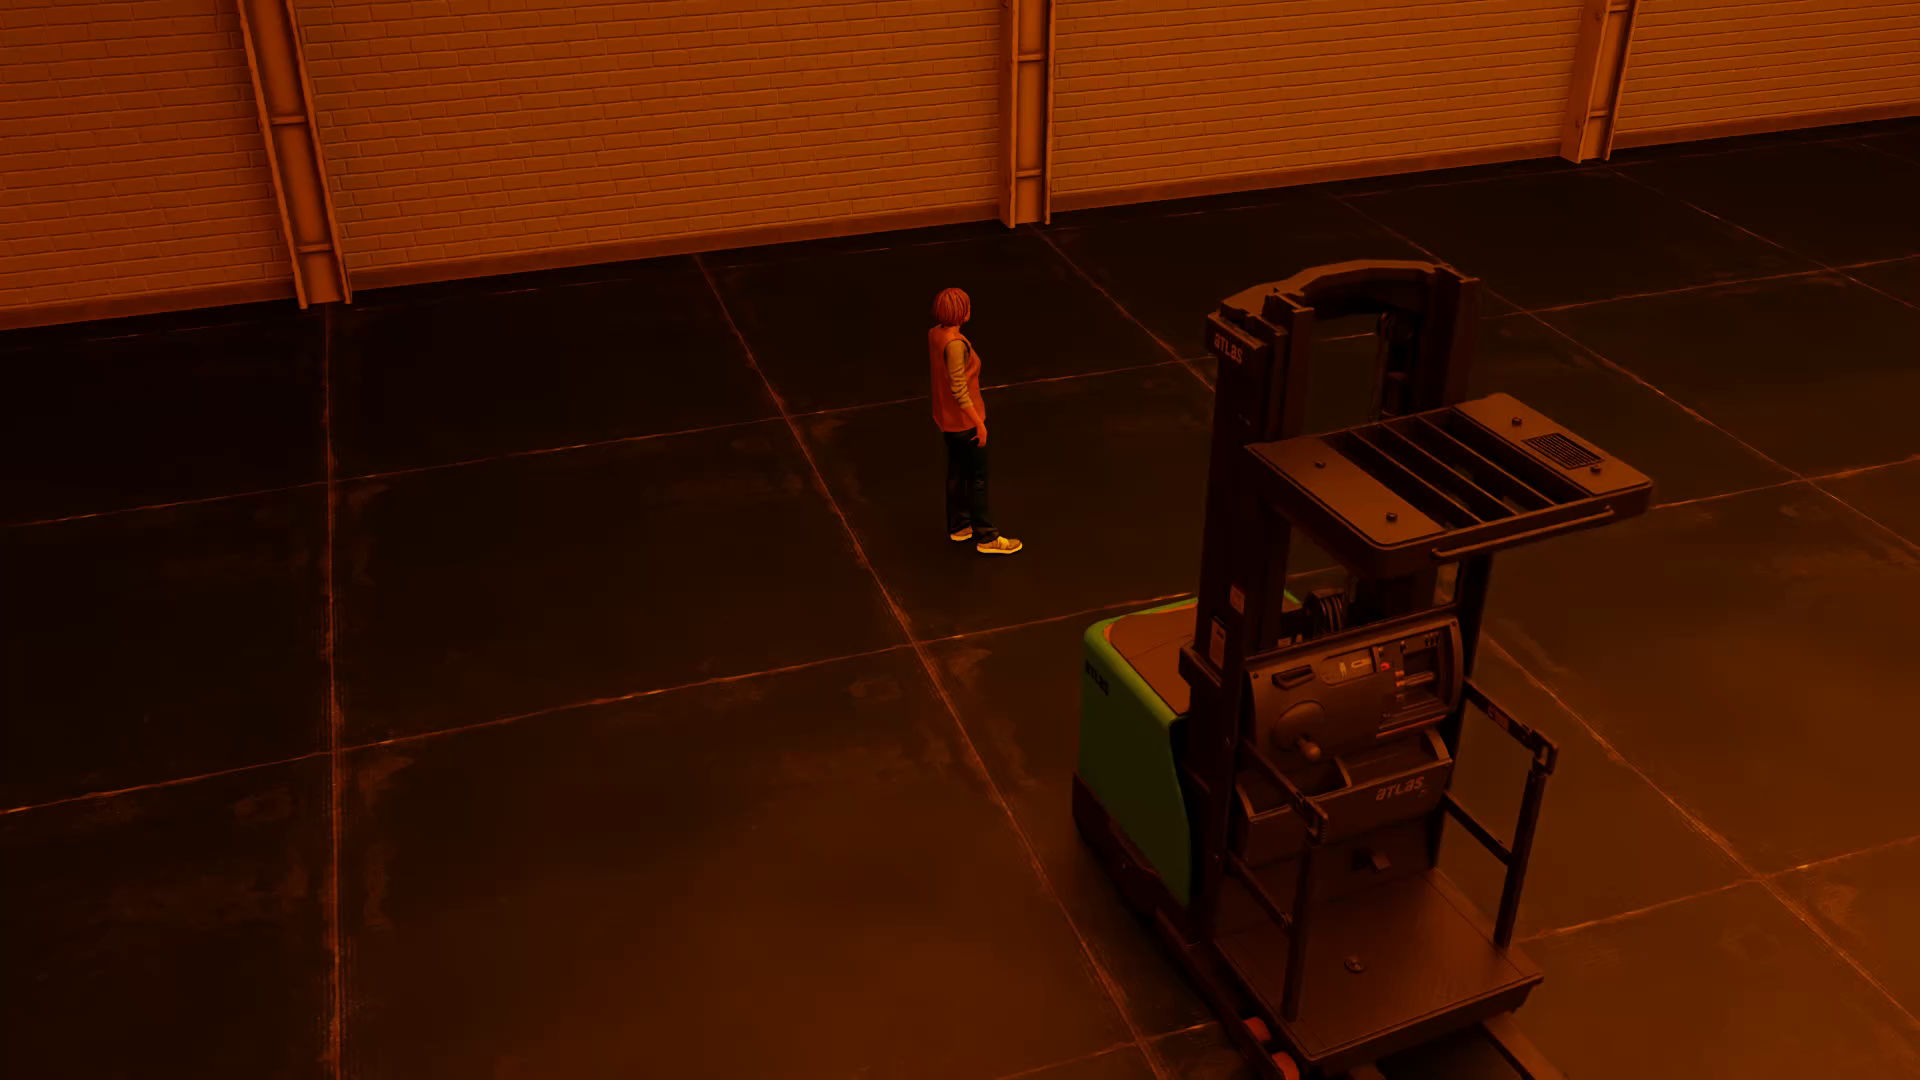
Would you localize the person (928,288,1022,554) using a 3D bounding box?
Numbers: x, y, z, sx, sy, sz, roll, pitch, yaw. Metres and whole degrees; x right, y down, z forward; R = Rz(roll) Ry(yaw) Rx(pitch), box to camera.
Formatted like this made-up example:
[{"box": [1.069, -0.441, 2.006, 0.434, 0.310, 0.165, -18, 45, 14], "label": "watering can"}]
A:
[{"box": [0.074, -0.704, 9.633, 0.476, 1.597, 0.520, -10, 31, -16], "label": "person"}]

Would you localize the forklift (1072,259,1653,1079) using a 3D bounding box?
[{"box": [1.571, 0.604, 6.037, 1.130, 2.935, 3.031, -12, 32, -20], "label": "forklift"}]
